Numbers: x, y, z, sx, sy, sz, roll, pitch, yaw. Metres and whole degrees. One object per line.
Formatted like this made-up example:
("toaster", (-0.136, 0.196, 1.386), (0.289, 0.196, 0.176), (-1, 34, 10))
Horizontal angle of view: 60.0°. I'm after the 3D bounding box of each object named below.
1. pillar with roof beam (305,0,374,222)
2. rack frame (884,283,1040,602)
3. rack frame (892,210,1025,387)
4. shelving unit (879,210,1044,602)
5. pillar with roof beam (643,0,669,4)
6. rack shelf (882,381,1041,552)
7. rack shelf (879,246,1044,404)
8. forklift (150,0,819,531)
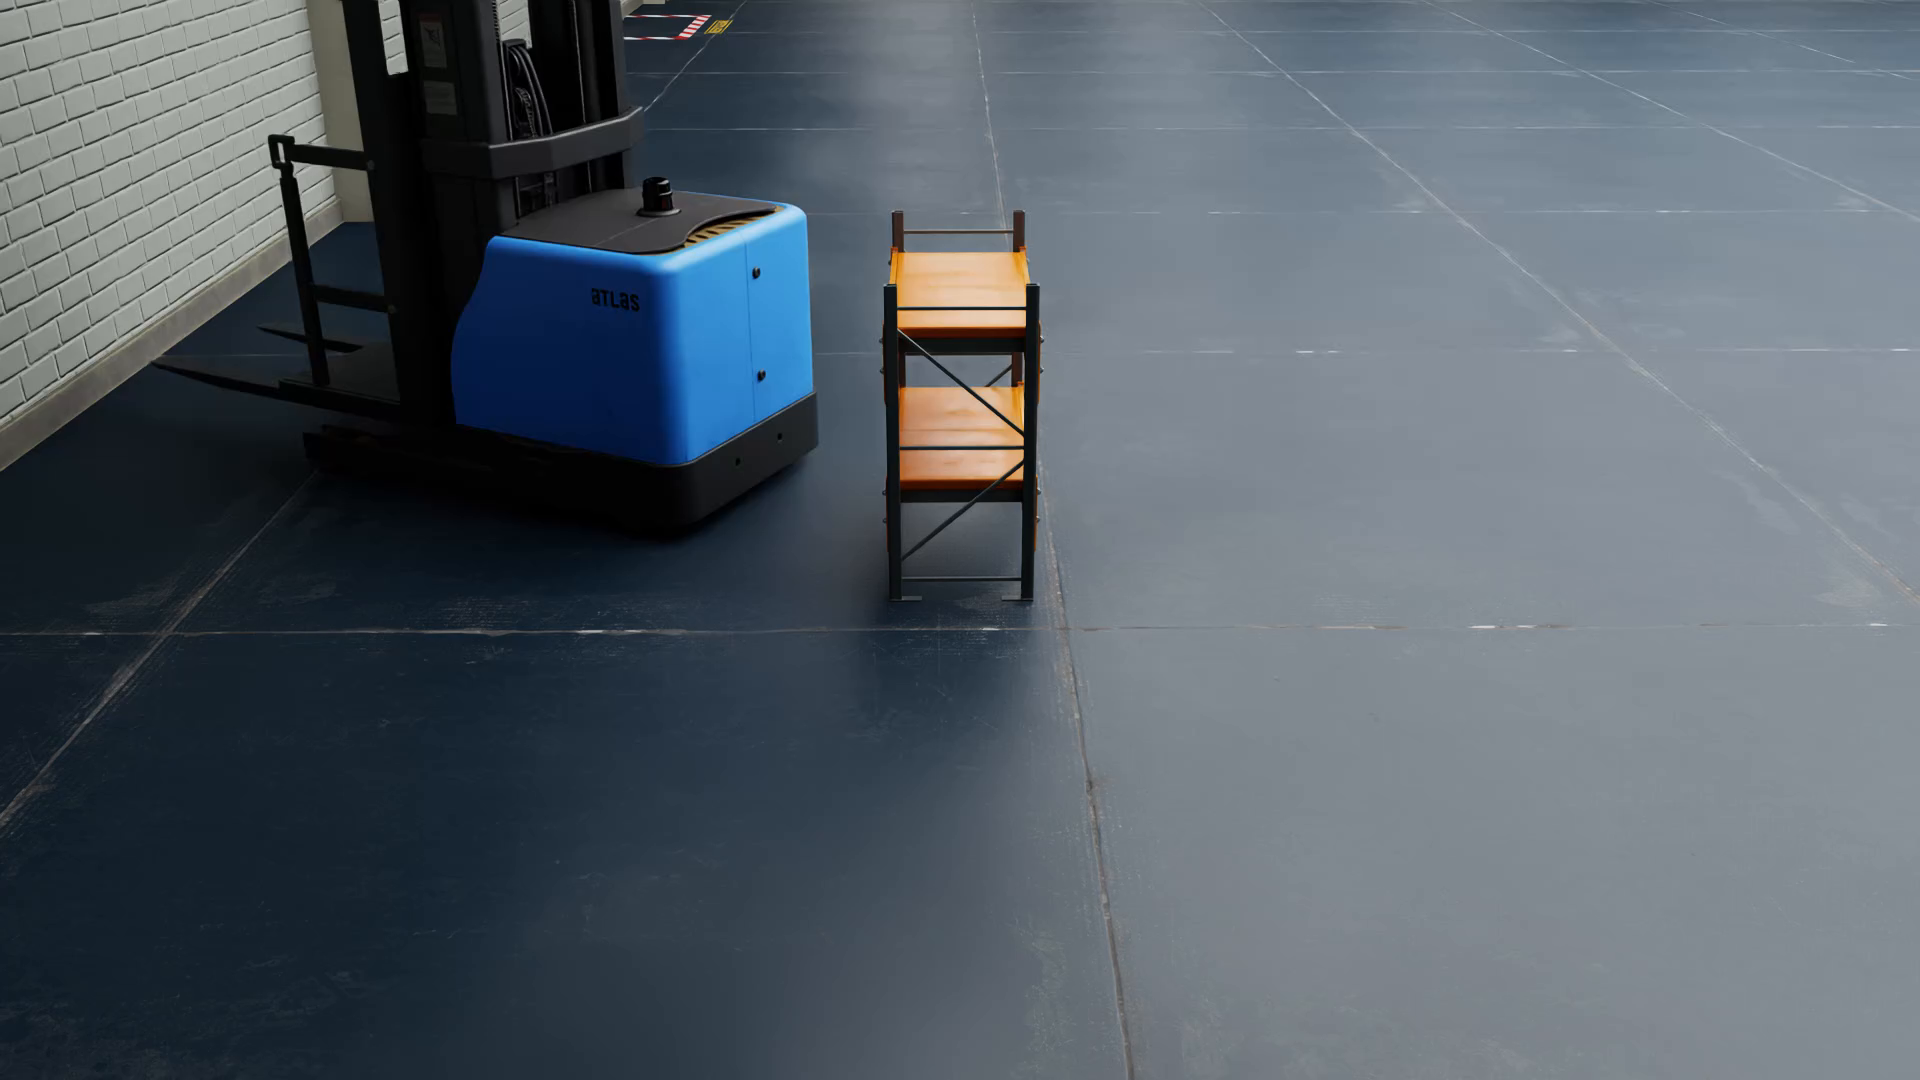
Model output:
("pillar with roof beam", (0.407, -6.275, 9.204), (9.100, 9.000, 0.400), (0, 24, -1))
("rack frame", (0.005, -0.306, 5.561), (0.500, 1.125, 0.032), (0, 24, -1))
("rack frame", (-0.006, -0.725, 6.488), (0.500, 1.125, 0.032), (0, 24, -1))
("shelving unit", (0.000, -0.515, 6.024), (0.538, 1.125, 1.048), (0, 24, -1))
("pillar with roof beam", (0.276, -11.219, 20.137), (9.100, 9.000, 0.400), (0, 24, -1))
("rack shelf", (0.000, -0.293, 6.125), (0.538, 0.278, 1.000), (0, 24, -1))
("rack shelf", (0.000, -0.782, 5.904), (0.538, 0.278, 1.000), (0, 24, -1))
("forklift", (-2.144, -1.777, 6.623), (3.031, 2.935, 1.130), (12, 27, 24))
